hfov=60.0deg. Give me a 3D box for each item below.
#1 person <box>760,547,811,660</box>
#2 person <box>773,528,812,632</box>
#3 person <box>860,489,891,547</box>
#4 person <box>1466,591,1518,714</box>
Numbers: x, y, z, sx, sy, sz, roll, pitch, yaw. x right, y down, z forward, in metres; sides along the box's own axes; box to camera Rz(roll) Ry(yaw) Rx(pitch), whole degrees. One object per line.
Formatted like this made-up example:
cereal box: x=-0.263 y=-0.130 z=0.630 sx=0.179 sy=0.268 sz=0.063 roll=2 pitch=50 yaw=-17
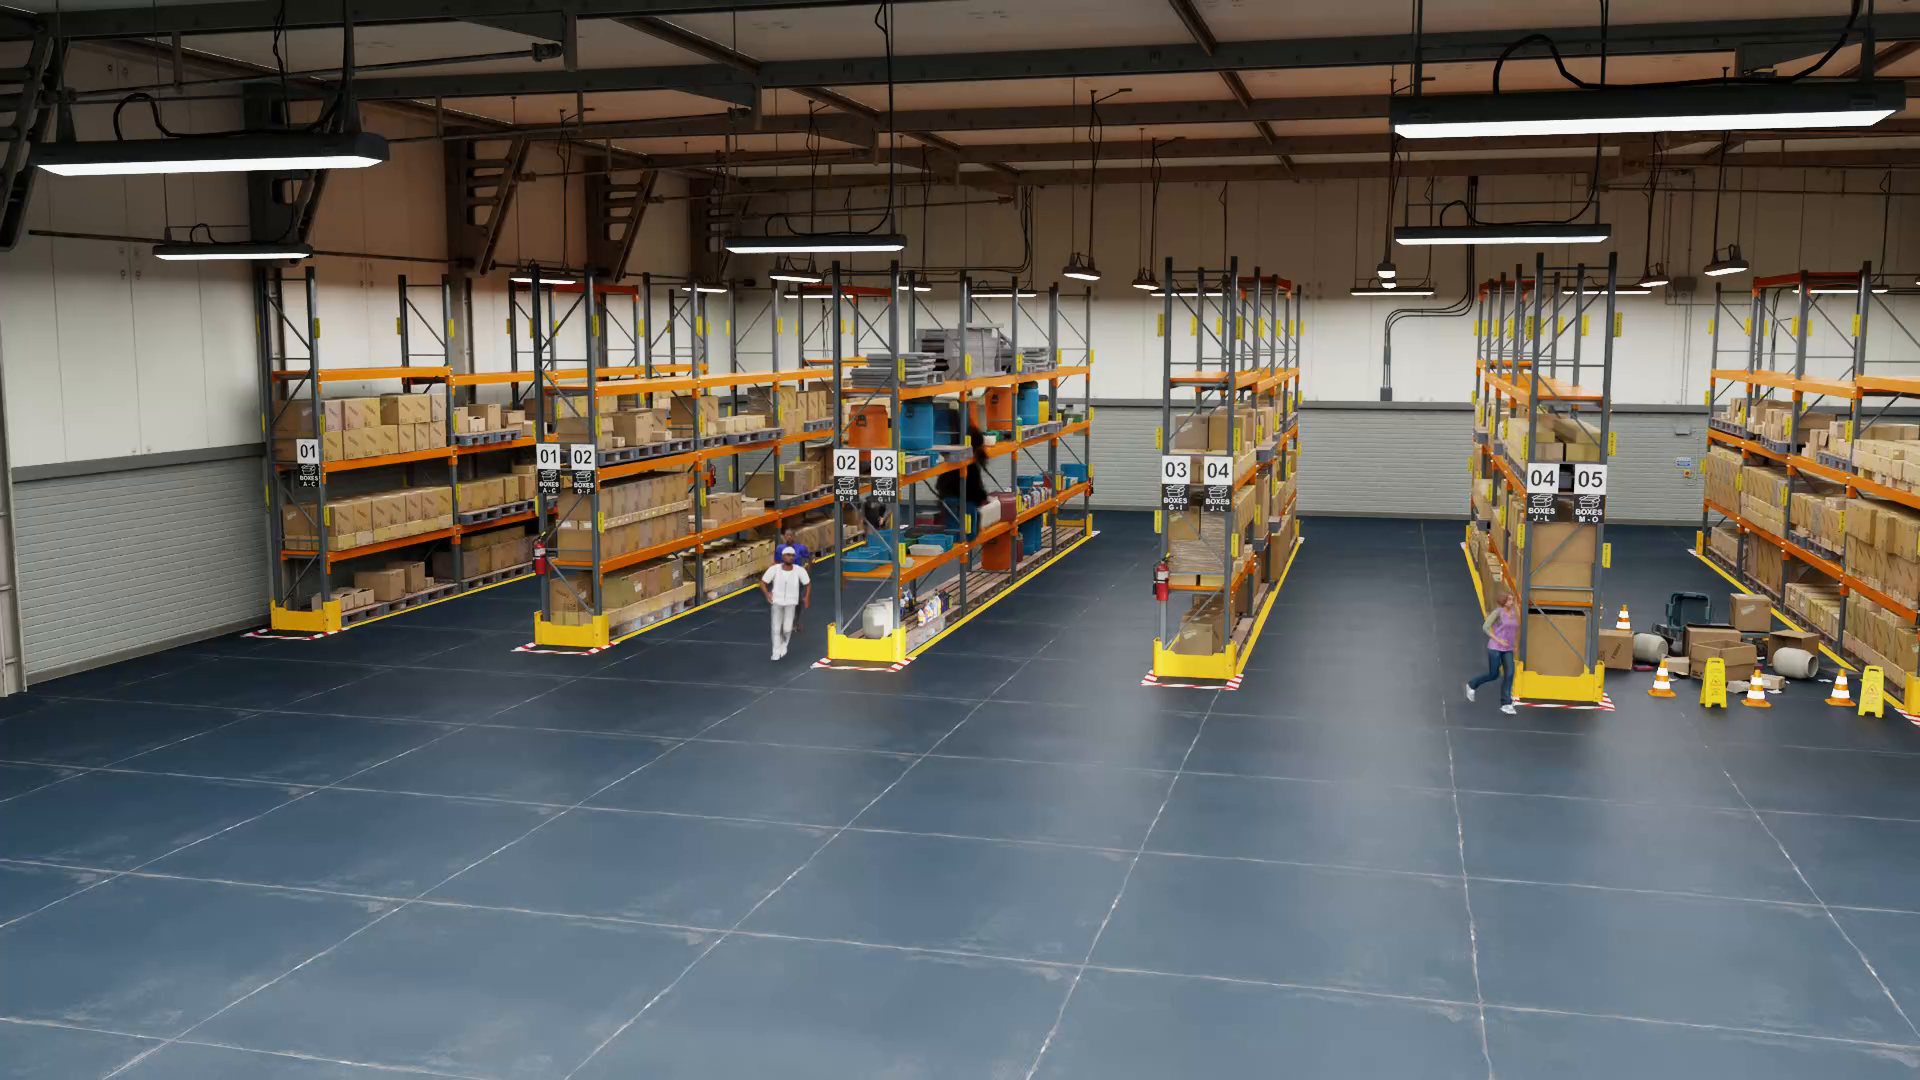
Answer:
person: x=-2.631 y=0.967 z=25.109 sx=0.779 sy=1.704 sz=0.503 roll=-1 pitch=7 yaw=-6
person: x=-2.623 y=0.632 z=25.934 sx=0.598 sy=1.642 sz=0.648 roll=0 pitch=7 yaw=2
person: x=-1.694 y=-0.267 z=32.907 sx=0.659 sy=1.688 sz=0.565 roll=1 pitch=7 yaw=6
person: x=7.149 y=1.450 z=21.925 sx=0.609 sy=1.563 sz=0.806 roll=-5 pitch=9 yaw=-32
